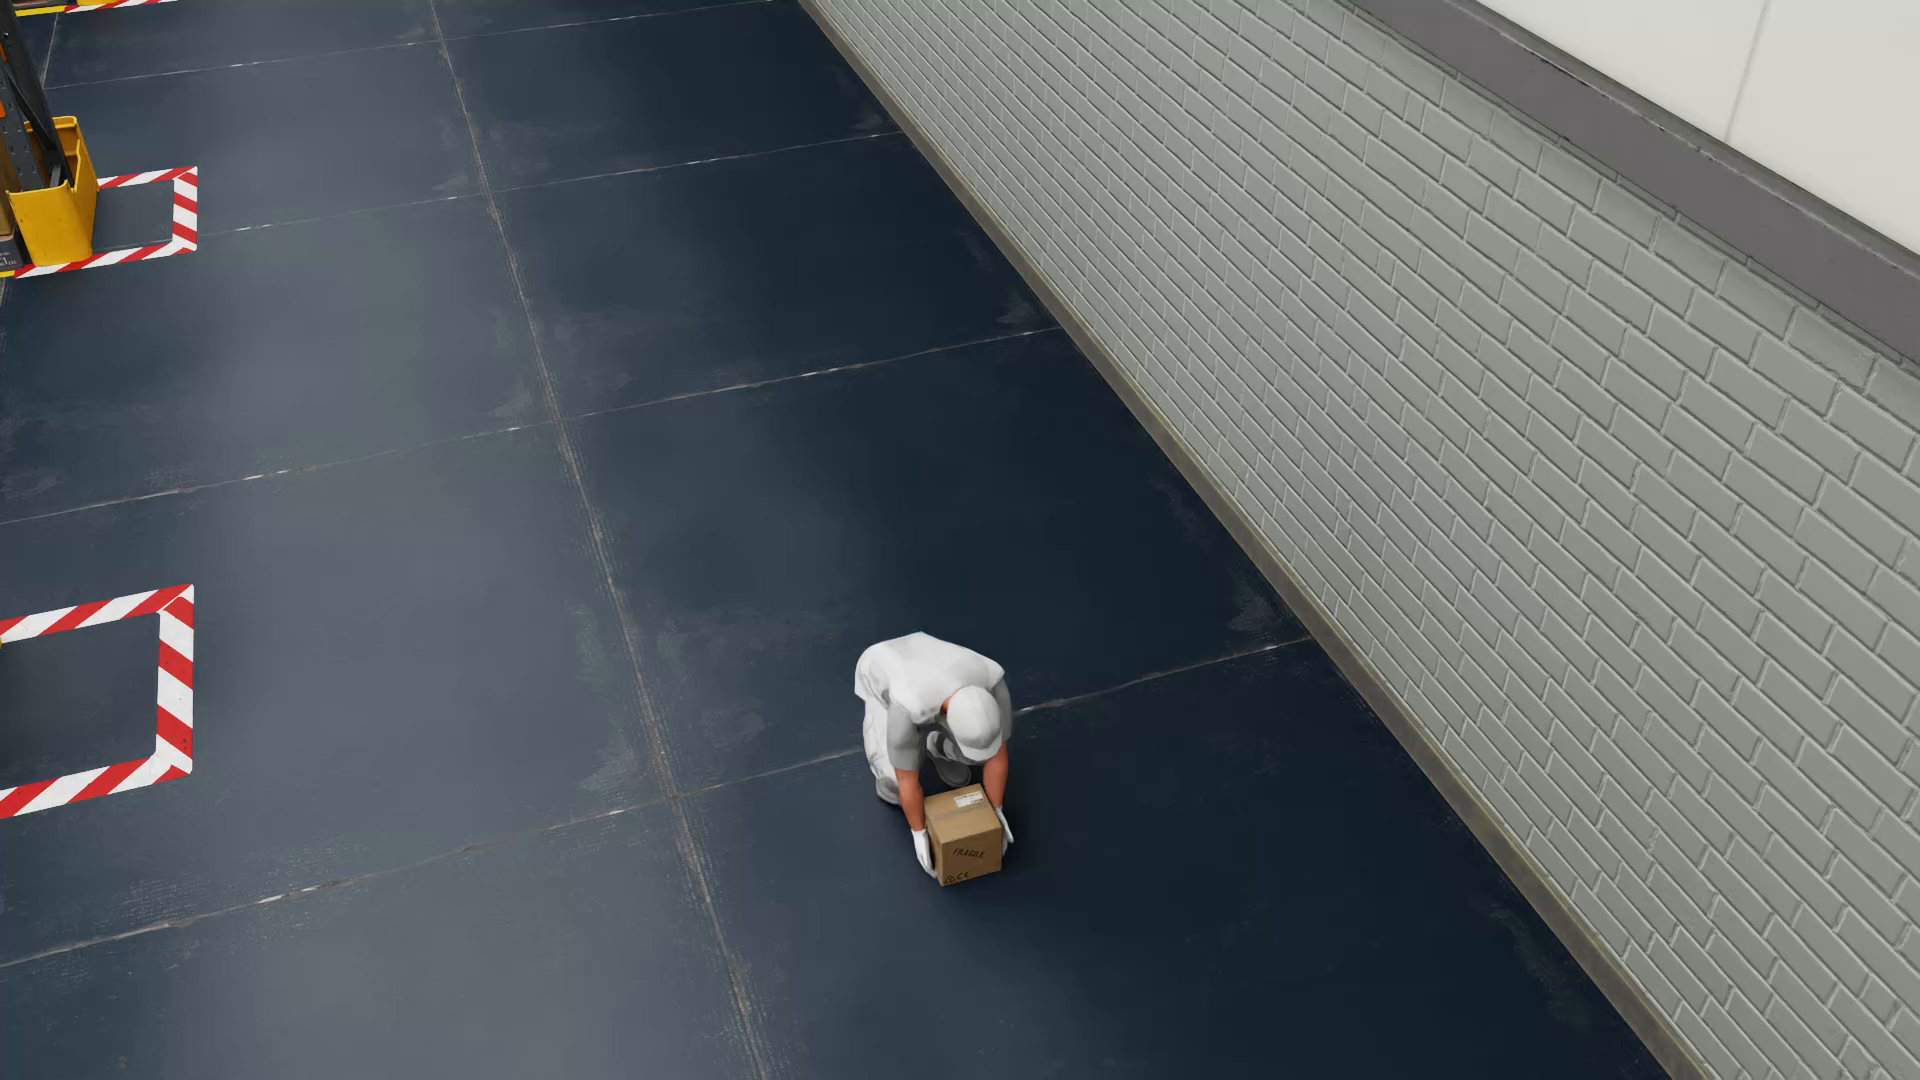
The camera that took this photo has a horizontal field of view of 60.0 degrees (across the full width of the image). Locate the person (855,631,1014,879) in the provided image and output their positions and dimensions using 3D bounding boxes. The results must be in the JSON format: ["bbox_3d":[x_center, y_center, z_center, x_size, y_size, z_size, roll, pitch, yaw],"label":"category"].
[{"bbox_3d":[-0.102,0.733,6.593,0.564,0.877,0.891,-12,39,-16],"label":"person"}]
